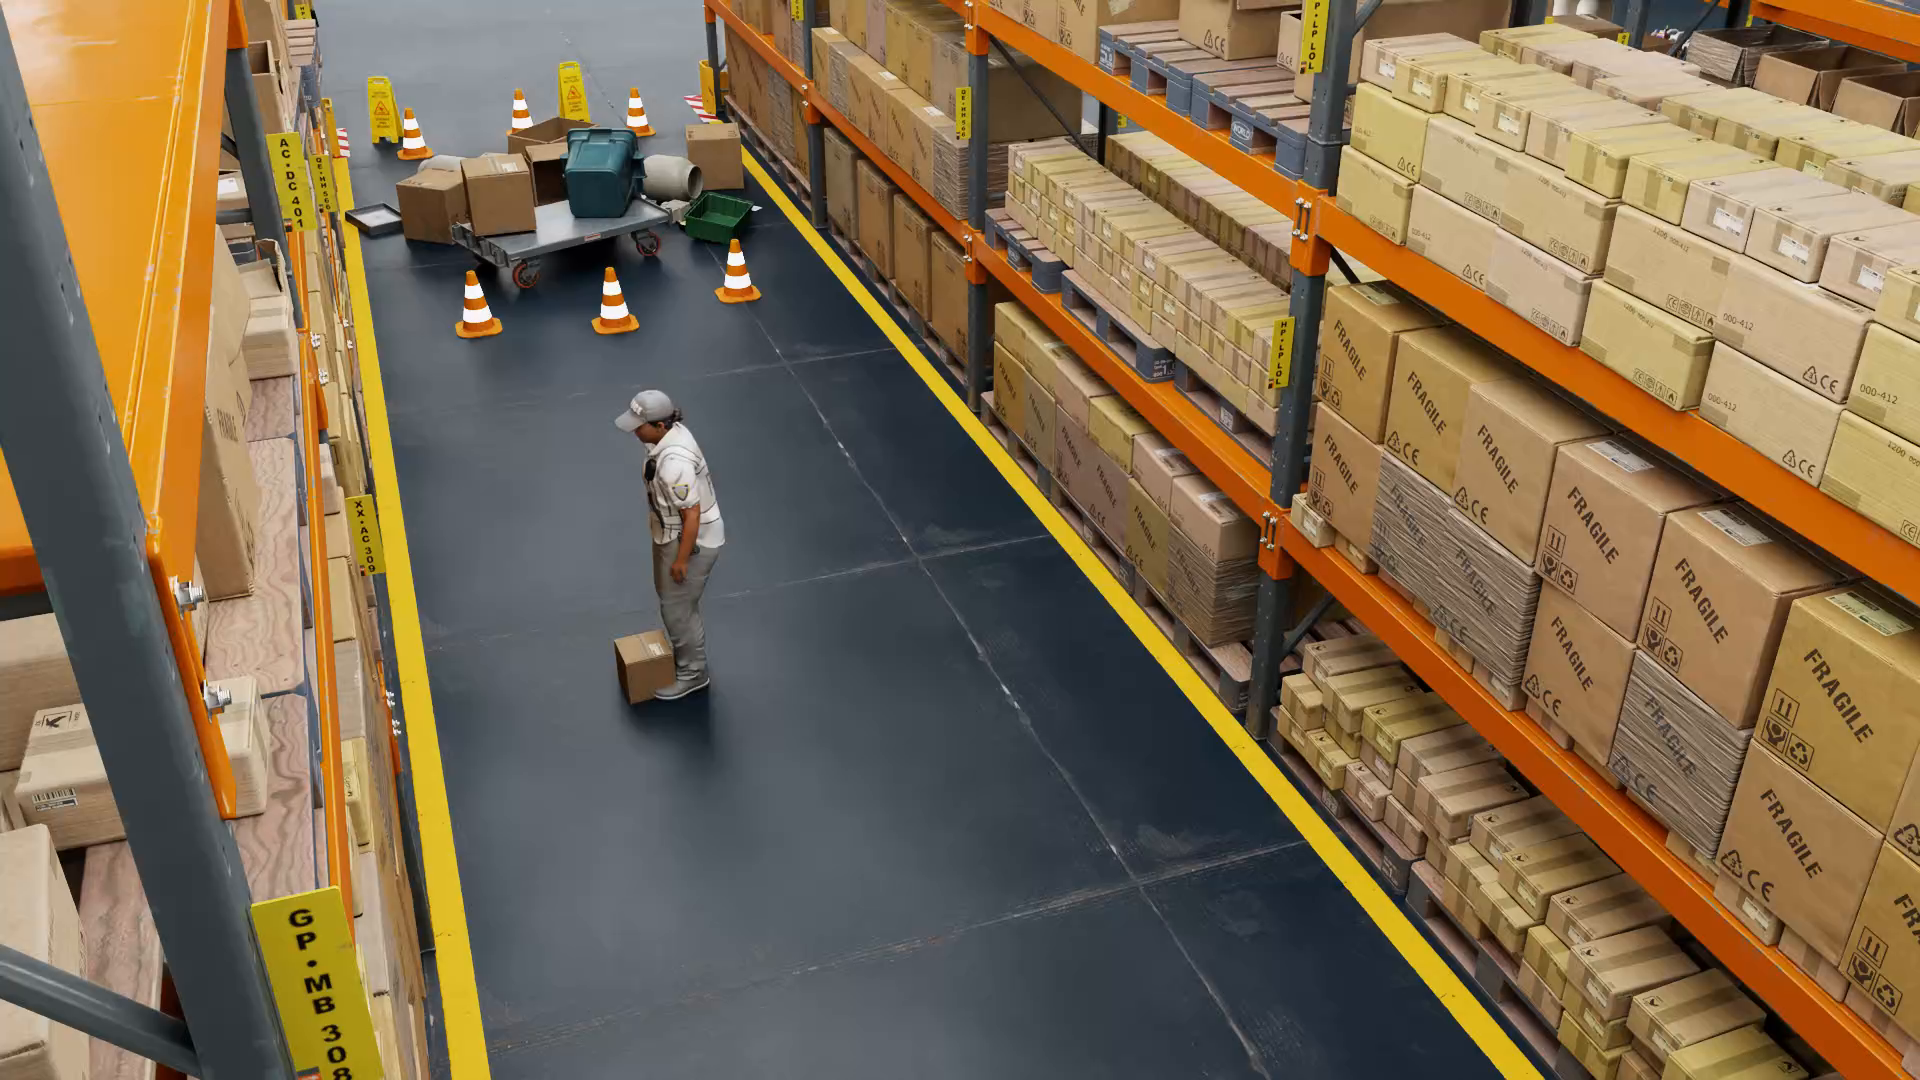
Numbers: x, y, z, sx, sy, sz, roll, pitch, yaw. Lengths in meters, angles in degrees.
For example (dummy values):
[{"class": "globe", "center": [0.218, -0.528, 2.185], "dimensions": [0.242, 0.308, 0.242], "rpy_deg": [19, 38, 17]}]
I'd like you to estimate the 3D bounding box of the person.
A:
[{"class": "person", "center": [-1.428, -0.004, 8.337], "dimensions": [0.465, 1.666, 0.538], "rpy_deg": [-10, 32, -17]}]
